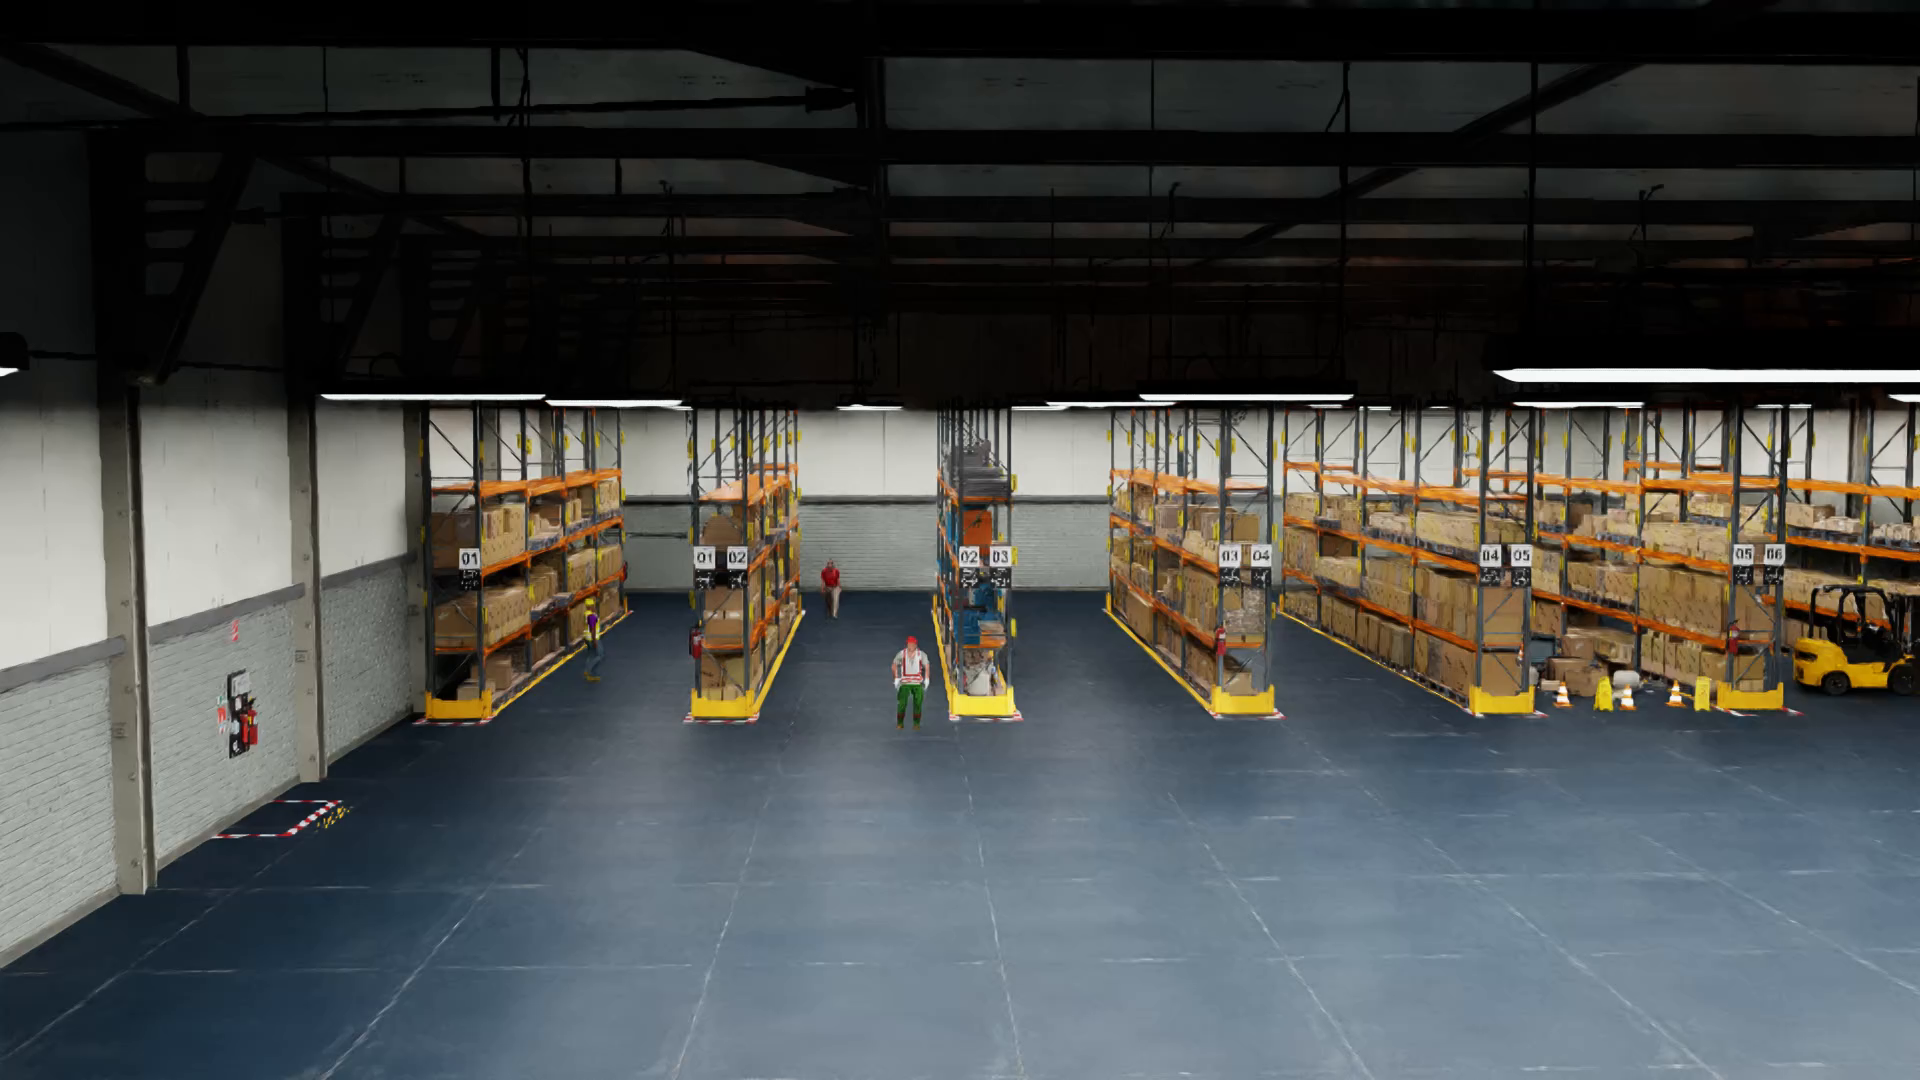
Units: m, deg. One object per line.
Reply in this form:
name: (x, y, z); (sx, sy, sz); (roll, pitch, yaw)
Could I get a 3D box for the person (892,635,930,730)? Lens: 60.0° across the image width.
person: (-0.879, 2.559, 29.819); (0.677, 1.742, 0.547); (0, 4, -4)

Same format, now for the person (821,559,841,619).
person: (-3.580, 1.335, 45.974); (0.542, 1.645, 1.126); (0, 4, 0)

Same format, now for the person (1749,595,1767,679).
person: (17.057, 2.057, 35.723); (0.583, 1.782, 0.665); (2, 5, 29)

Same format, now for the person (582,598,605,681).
person: (-7.829, 2.112, 35.321); (0.457, 1.763, 0.609); (-2, 5, -29)

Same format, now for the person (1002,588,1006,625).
person: (1.214, 1.423, 44.562); (0.363, 1.685, 0.602); (-1, 4, -11)
